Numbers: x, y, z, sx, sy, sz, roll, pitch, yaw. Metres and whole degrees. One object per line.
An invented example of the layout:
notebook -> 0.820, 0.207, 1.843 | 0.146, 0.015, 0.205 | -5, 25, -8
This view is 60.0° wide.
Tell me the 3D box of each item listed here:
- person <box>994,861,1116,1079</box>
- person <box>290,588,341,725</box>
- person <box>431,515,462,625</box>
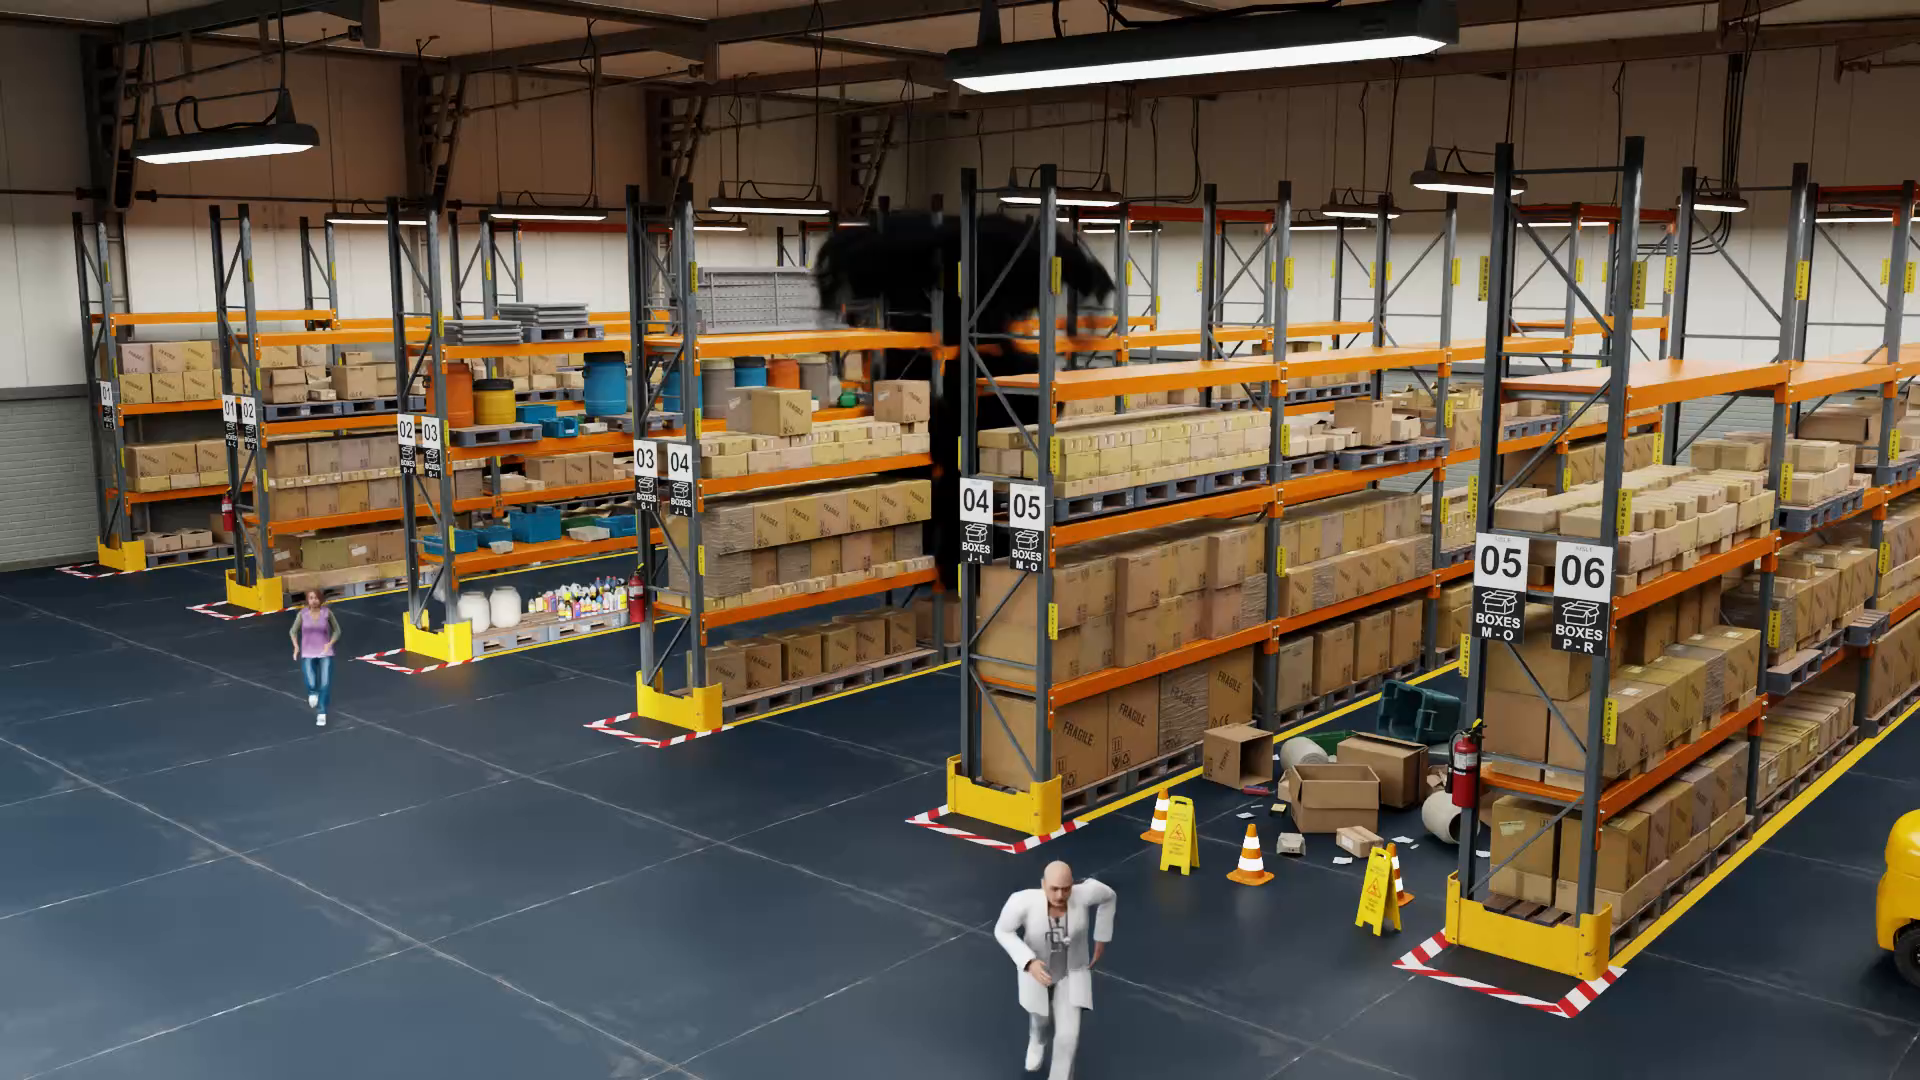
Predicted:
person -> 0.569, 2.679, 10.237 | 0.754, 1.742, 1.083 | -1, 10, -4
person -> -7.259, 1.311, 18.773 | 0.545, 1.558, 0.545 | -3, 10, -19
person -> -7.328, 0.395, 23.901 | 0.555, 1.654, 0.549 | 6, 11, 31
